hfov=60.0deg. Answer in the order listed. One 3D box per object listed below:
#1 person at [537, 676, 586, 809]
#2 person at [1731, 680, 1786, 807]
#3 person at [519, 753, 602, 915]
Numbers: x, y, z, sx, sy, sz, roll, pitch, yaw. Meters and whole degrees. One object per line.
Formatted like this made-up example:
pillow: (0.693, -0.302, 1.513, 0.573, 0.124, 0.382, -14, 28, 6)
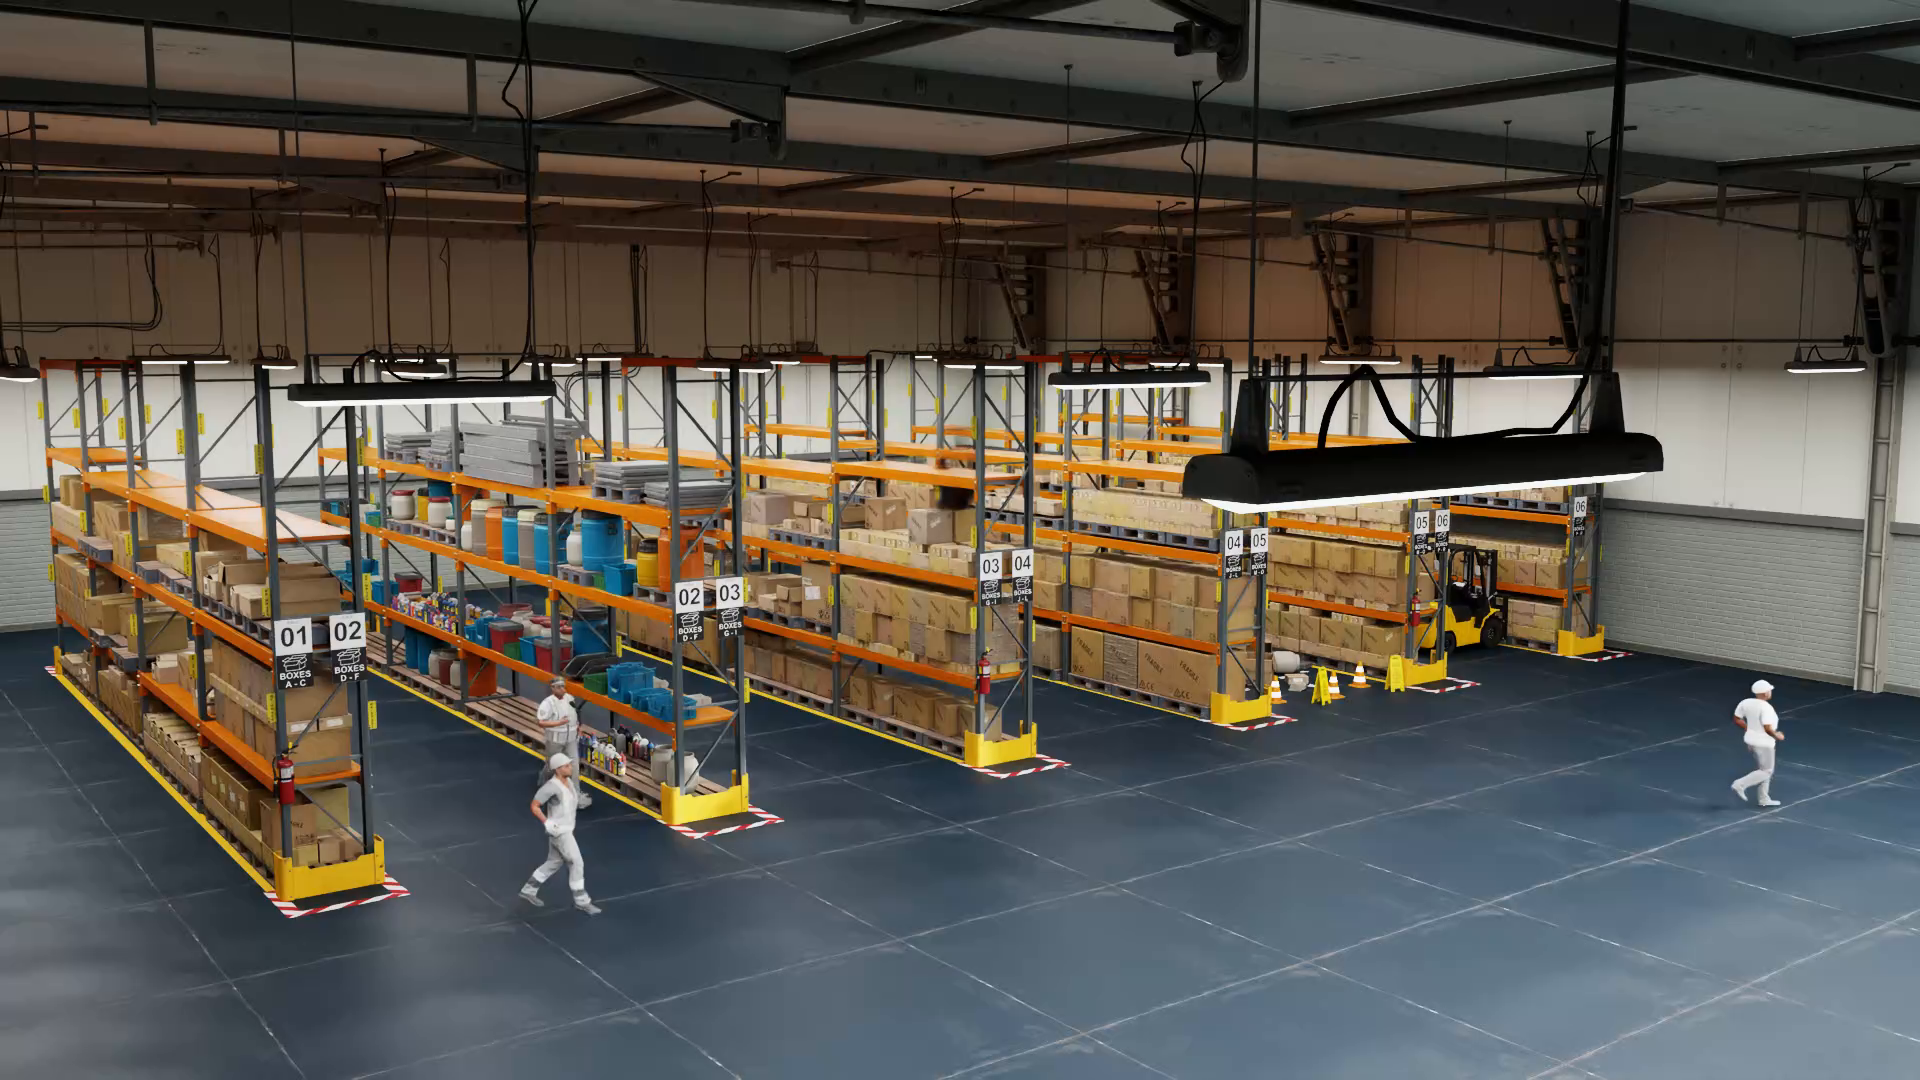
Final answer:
person: (-5.426, 2.716, 22.637, 0.662, 1.768, 0.944, -6, 9, -40)
person: (10.809, 2.763, 22.552, 0.744, 1.743, 0.697, -1, 7, -9)
person: (-4.430, 3.236, 18.387, 0.916, 1.815, 0.629, 0, 7, -3)
